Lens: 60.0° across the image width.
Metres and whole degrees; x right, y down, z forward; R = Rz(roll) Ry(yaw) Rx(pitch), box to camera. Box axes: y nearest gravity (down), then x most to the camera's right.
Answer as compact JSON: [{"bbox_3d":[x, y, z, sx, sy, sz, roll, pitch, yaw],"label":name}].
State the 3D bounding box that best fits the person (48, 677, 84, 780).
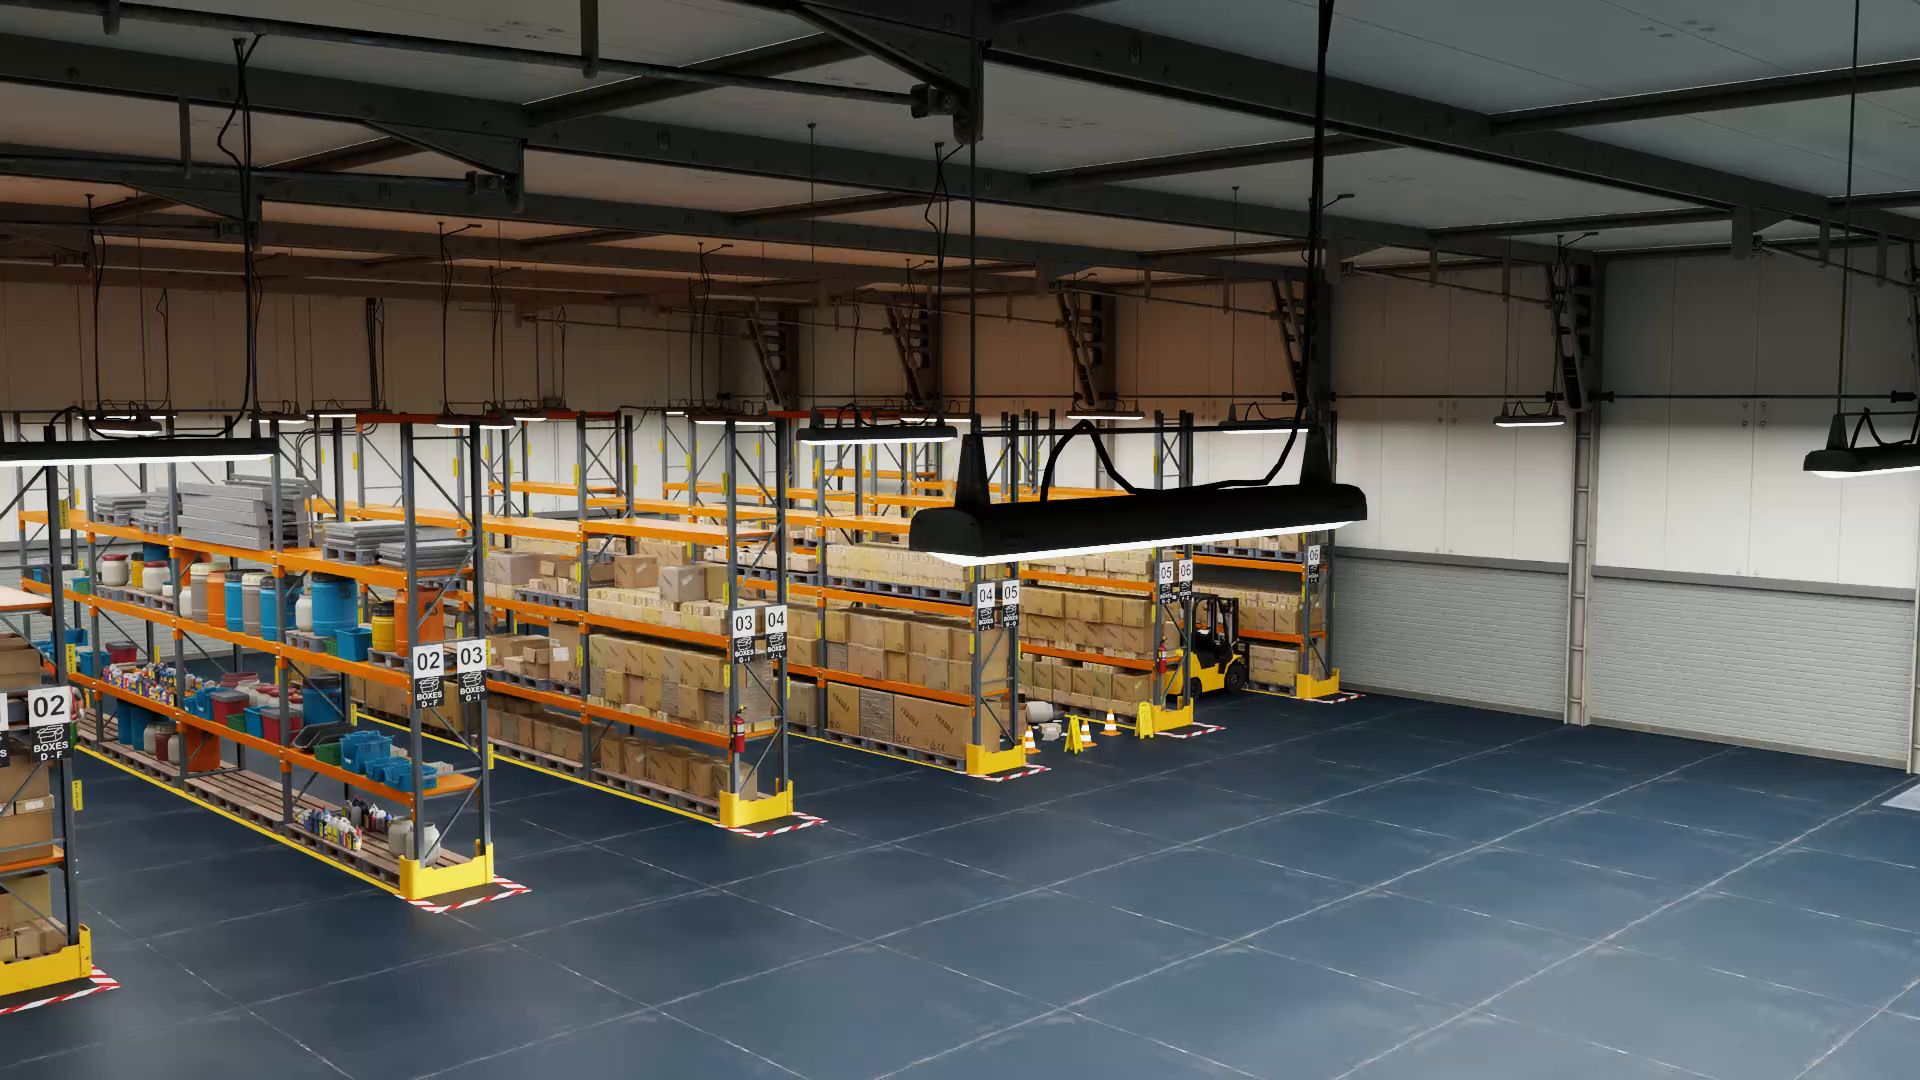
[{"bbox_3d":[-14.910,3.057,27.647,0.664,1.779,0.880,-4,6,-38],"label":"person"}]
